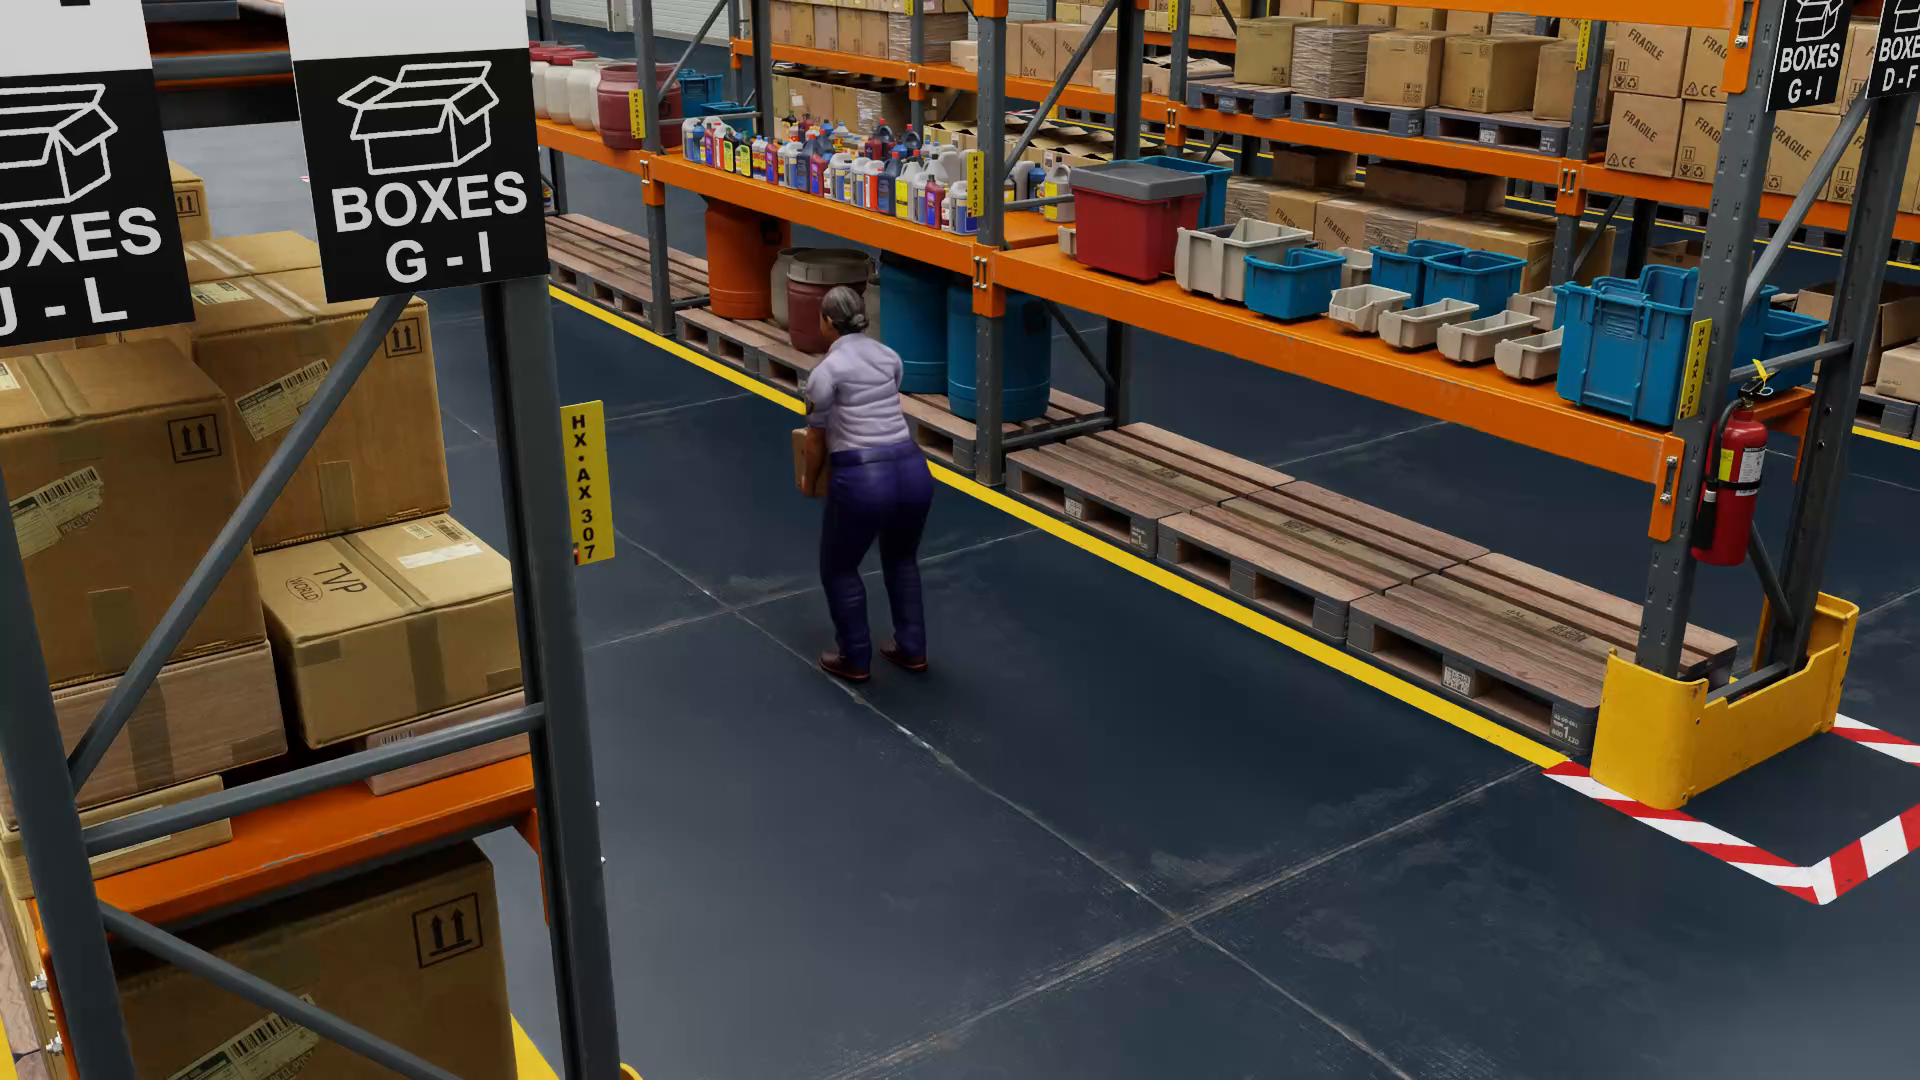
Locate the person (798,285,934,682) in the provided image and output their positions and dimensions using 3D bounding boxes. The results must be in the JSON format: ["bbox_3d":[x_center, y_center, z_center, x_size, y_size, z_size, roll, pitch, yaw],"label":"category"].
[{"bbox_3d":[-0.394,-0.220,6.730,0.441,1.609,0.571,-15,26,-34],"label":"person"}]
